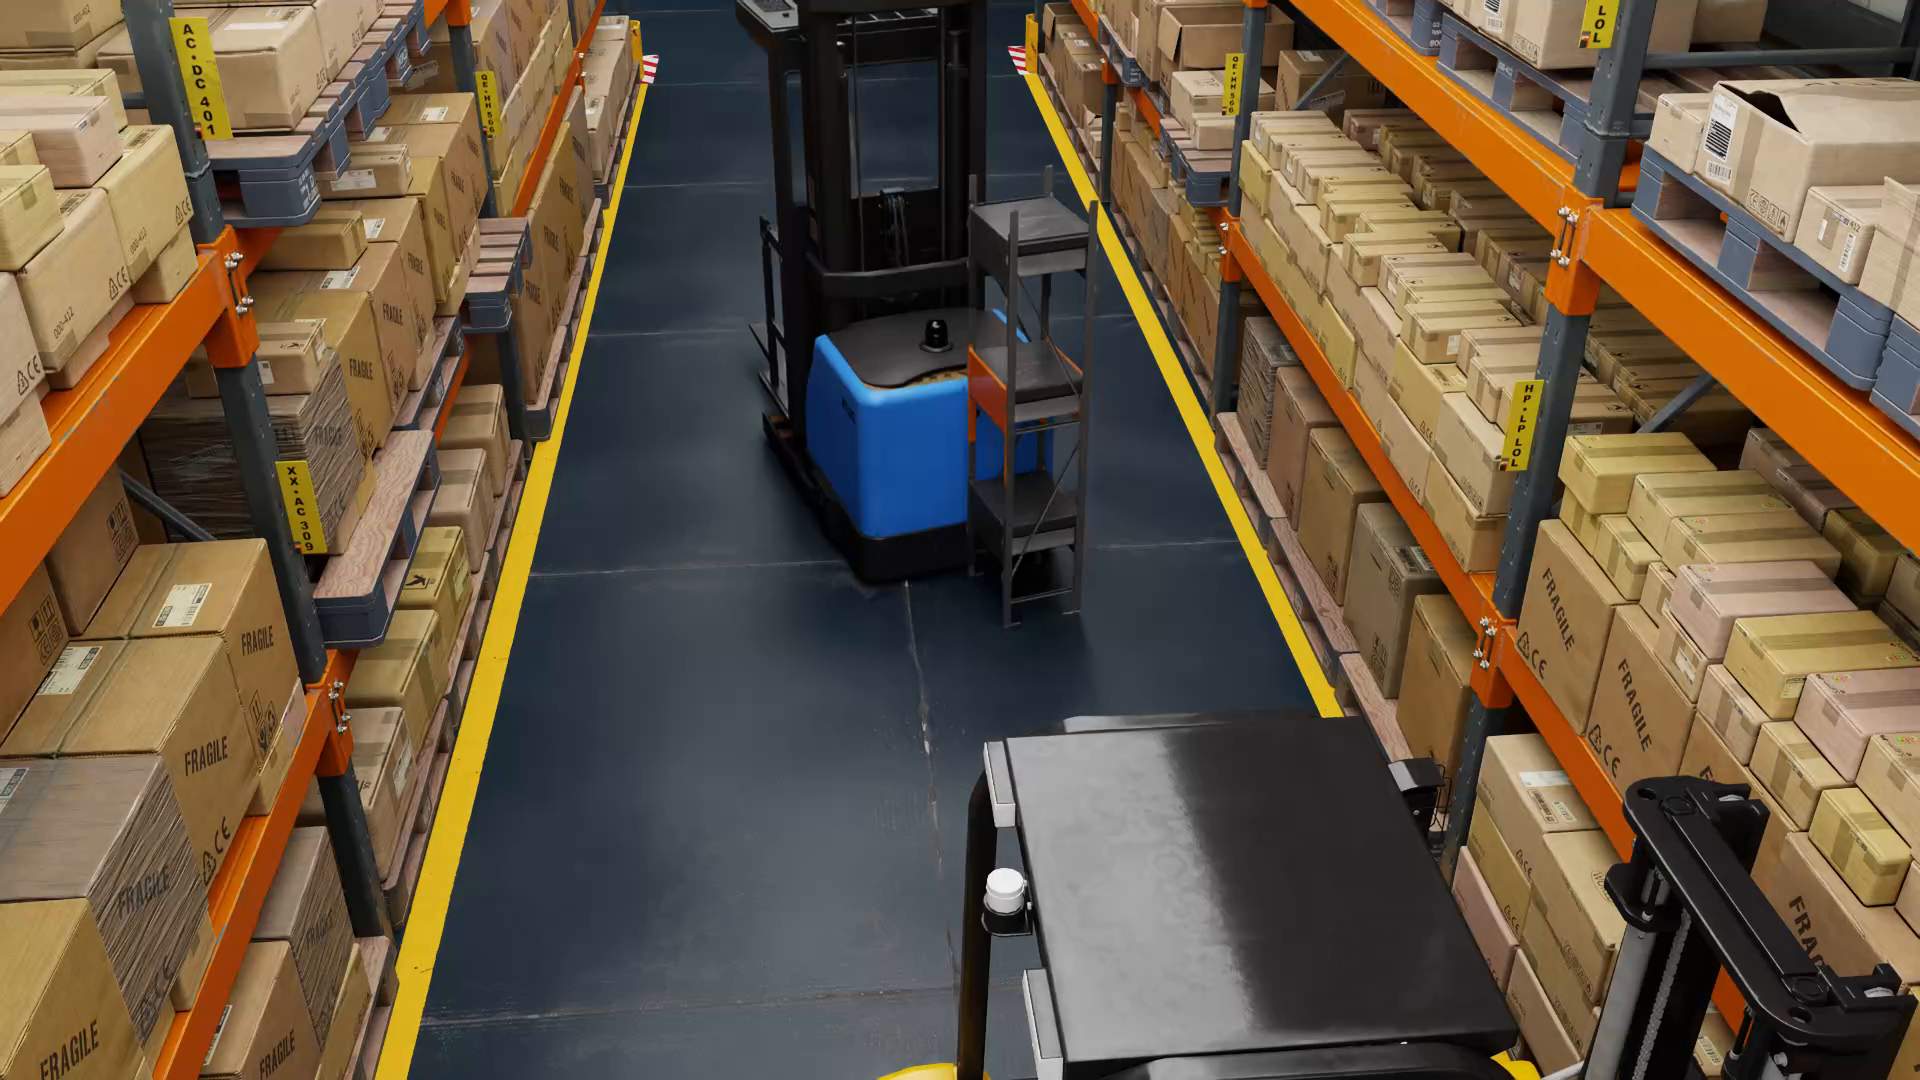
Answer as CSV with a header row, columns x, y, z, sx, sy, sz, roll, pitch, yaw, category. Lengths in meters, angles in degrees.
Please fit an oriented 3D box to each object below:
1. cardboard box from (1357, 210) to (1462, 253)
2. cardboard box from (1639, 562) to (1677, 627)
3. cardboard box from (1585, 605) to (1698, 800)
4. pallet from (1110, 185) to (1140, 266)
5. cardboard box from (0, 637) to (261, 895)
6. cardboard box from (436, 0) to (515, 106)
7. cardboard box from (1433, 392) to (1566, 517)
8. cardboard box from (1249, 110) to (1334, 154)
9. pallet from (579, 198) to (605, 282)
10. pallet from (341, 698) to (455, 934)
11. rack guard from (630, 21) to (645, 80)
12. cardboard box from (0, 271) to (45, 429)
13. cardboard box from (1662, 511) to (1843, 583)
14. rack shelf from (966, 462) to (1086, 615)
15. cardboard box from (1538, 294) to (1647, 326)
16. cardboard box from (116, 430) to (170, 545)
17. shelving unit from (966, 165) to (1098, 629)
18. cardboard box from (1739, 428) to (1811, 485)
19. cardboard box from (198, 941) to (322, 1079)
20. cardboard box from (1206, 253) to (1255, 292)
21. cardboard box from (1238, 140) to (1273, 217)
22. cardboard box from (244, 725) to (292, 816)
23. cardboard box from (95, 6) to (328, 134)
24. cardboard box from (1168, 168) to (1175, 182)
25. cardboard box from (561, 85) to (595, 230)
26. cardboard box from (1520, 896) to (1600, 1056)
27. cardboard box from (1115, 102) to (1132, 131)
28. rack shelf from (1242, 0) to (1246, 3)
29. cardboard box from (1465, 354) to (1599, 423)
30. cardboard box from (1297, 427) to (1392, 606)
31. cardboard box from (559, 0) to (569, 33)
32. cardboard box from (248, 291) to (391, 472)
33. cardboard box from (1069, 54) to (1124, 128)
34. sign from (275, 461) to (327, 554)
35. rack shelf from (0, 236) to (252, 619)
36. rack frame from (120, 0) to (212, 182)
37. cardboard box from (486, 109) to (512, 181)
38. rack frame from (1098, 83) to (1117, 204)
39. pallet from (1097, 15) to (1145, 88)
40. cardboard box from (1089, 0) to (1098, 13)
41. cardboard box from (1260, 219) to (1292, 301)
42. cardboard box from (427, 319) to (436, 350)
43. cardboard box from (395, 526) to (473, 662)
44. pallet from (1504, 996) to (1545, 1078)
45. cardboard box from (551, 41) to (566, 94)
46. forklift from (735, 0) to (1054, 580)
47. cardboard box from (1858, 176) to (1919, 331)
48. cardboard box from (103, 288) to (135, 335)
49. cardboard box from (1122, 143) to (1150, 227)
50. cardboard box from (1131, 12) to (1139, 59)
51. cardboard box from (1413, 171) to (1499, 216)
x,y,z,sx,sy,sz,roll,pitch,yaw,category
1.976,-1.337,7.333,0.380,0.149,0.250,-3,31,-5,cardboard box
2.207,0.181,4.792,0.380,0.149,0.250,-3,31,-5,cardboard box
2.208,0.525,4.849,0.500,0.500,0.500,-2,31,-4,cardboard box
1.728,-2.410,12.580,1.003,0.211,1.213,-3,31,-5,pallet
-2.236,0.610,4.416,0.500,0.500,0.500,-2,31,-3,cardboard box
-2.813,-2.728,9.319,0.500,0.500,0.500,-3,31,-4,cardboard box
2.061,-0.325,6.028,0.500,0.250,0.500,-3,31,-6,cardboard box
1.724,-2.123,8.650,0.380,0.149,0.250,-2,31,-3,cardboard box
-3.181,-2.194,12.217,1.003,0.211,1.213,-3,31,-5,pallet
-2.654,1.103,6.698,1.003,0.211,1.213,-3,31,-5,pallet
-3.704,-4.763,16.236,1.175,0.500,0.348,-3,31,-5,rack guard
-2.190,-0.317,3.286,0.500,0.250,0.500,-3,31,-5,cardboard box
2.243,0.050,4.721,0.380,0.149,0.250,-3,31,-6,cardboard box
0.313,-0.015,8.119,0.431,0.518,0.480,-11,33,-17,rack shelf
2.502,-0.844,6.508,0.380,0.149,0.250,-3,31,-5,cardboard box
-2.852,-0.273,5.484,0.500,0.500,0.500,-3,31,-6,cardboard box
0.313,-0.628,7.753,0.431,2.100,0.503,-11,33,-17,shelving unit
2.692,-0.237,5.202,0.380,0.149,0.250,-3,31,-4,cardboard box
-2.209,1.530,4.804,0.500,0.500,0.500,-2,31,-4,cardboard box
1.689,-1.605,9.907,0.380,0.149,0.250,-4,31,-7,cardboard box
1.761,-1.890,8.647,0.500,0.250,0.500,-3,31,-5,cardboard box
-2.217,0.687,4.919,0.380,0.149,0.250,-2,31,-3,cardboard box
-2.236,-1.418,5.011,0.500,0.250,0.500,-4,31,-6,cardboard box
1.621,-2.411,11.257,0.380,0.149,0.250,-3,31,-4,cardboard box
-3.190,-2.737,12.069,0.875,0.875,0.875,-2,31,-3,cardboard box
2.148,1.368,5.320,0.500,0.250,0.500,-3,31,-5,cardboard box
1.382,-3.211,12.596,0.380,0.149,0.250,-1,31,-2,cardboard box
1.801,-3.979,10.263,1.077,0.370,4.000,-3,31,-5,rack shelf
2.066,-0.553,6.020,0.380,0.149,0.250,-3,31,-5,cardboard box
2.164,-0.144,7.972,0.875,0.625,0.625,-4,31,-7,cardboard box
-3.044,-3.718,11.709,0.500,0.250,0.500,-3,31,-5,cardboard box
-2.386,-0.557,5.960,0.500,0.500,0.500,-3,31,-4,cardboard box
1.341,-3.885,14.358,0.700,0.500,0.500,-4,31,-6,cardboard box
-2.041,-0.099,5.146,0.100,0.325,0.005,-3,31,-5,sign
-2.393,0.345,3.023,1.077,0.370,4.000,-3,31,-5,rack shelf
-2.580,-2.273,3.779,1.000,3.000,0.127,-3,31,-5,rack frame
-2.755,-2.160,9.100,0.500,0.250,0.500,-3,31,-5,cardboard box
1.614,-4.021,12.557,1.000,3.000,0.127,-3,31,-5,rack frame
1.580,-3.526,11.914,1.003,0.211,1.213,-3,31,-5,pallet
1.238,-4.327,13.315,0.380,0.149,0.250,-2,31,-3,cardboard box
1.828,-1.419,8.347,0.500,0.250,0.500,-3,31,-6,cardboard box
-2.466,-0.868,7.114,0.380,0.149,0.250,-4,31,-6,cardboard box
-2.769,0.261,7.540,0.950,0.372,0.625,-2,31,-3,cardboard box
2.394,1.668,5.751,1.003,0.211,1.213,-3,31,-5,pallet
-2.988,-3.240,11.395,0.500,0.250,0.500,-3,31,-5,cardboard box
-0.505,-1.802,8.909,1.130,2.935,3.031,-11,33,-17,forklift
2.198,-0.618,3.558,0.396,0.266,0.258,-3,31,-6,cardboard box
-2.311,-0.597,4.145,0.380,0.149,0.250,-2,31,-4,cardboard box
1.495,-2.599,12.204,0.500,0.500,0.500,-3,31,-5,cardboard box
1.362,-3.416,11.265,0.396,0.266,0.258,-1,31,-2,cardboard box
2.358,-1.621,7.809,0.380,0.149,0.250,-3,31,-5,cardboard box
